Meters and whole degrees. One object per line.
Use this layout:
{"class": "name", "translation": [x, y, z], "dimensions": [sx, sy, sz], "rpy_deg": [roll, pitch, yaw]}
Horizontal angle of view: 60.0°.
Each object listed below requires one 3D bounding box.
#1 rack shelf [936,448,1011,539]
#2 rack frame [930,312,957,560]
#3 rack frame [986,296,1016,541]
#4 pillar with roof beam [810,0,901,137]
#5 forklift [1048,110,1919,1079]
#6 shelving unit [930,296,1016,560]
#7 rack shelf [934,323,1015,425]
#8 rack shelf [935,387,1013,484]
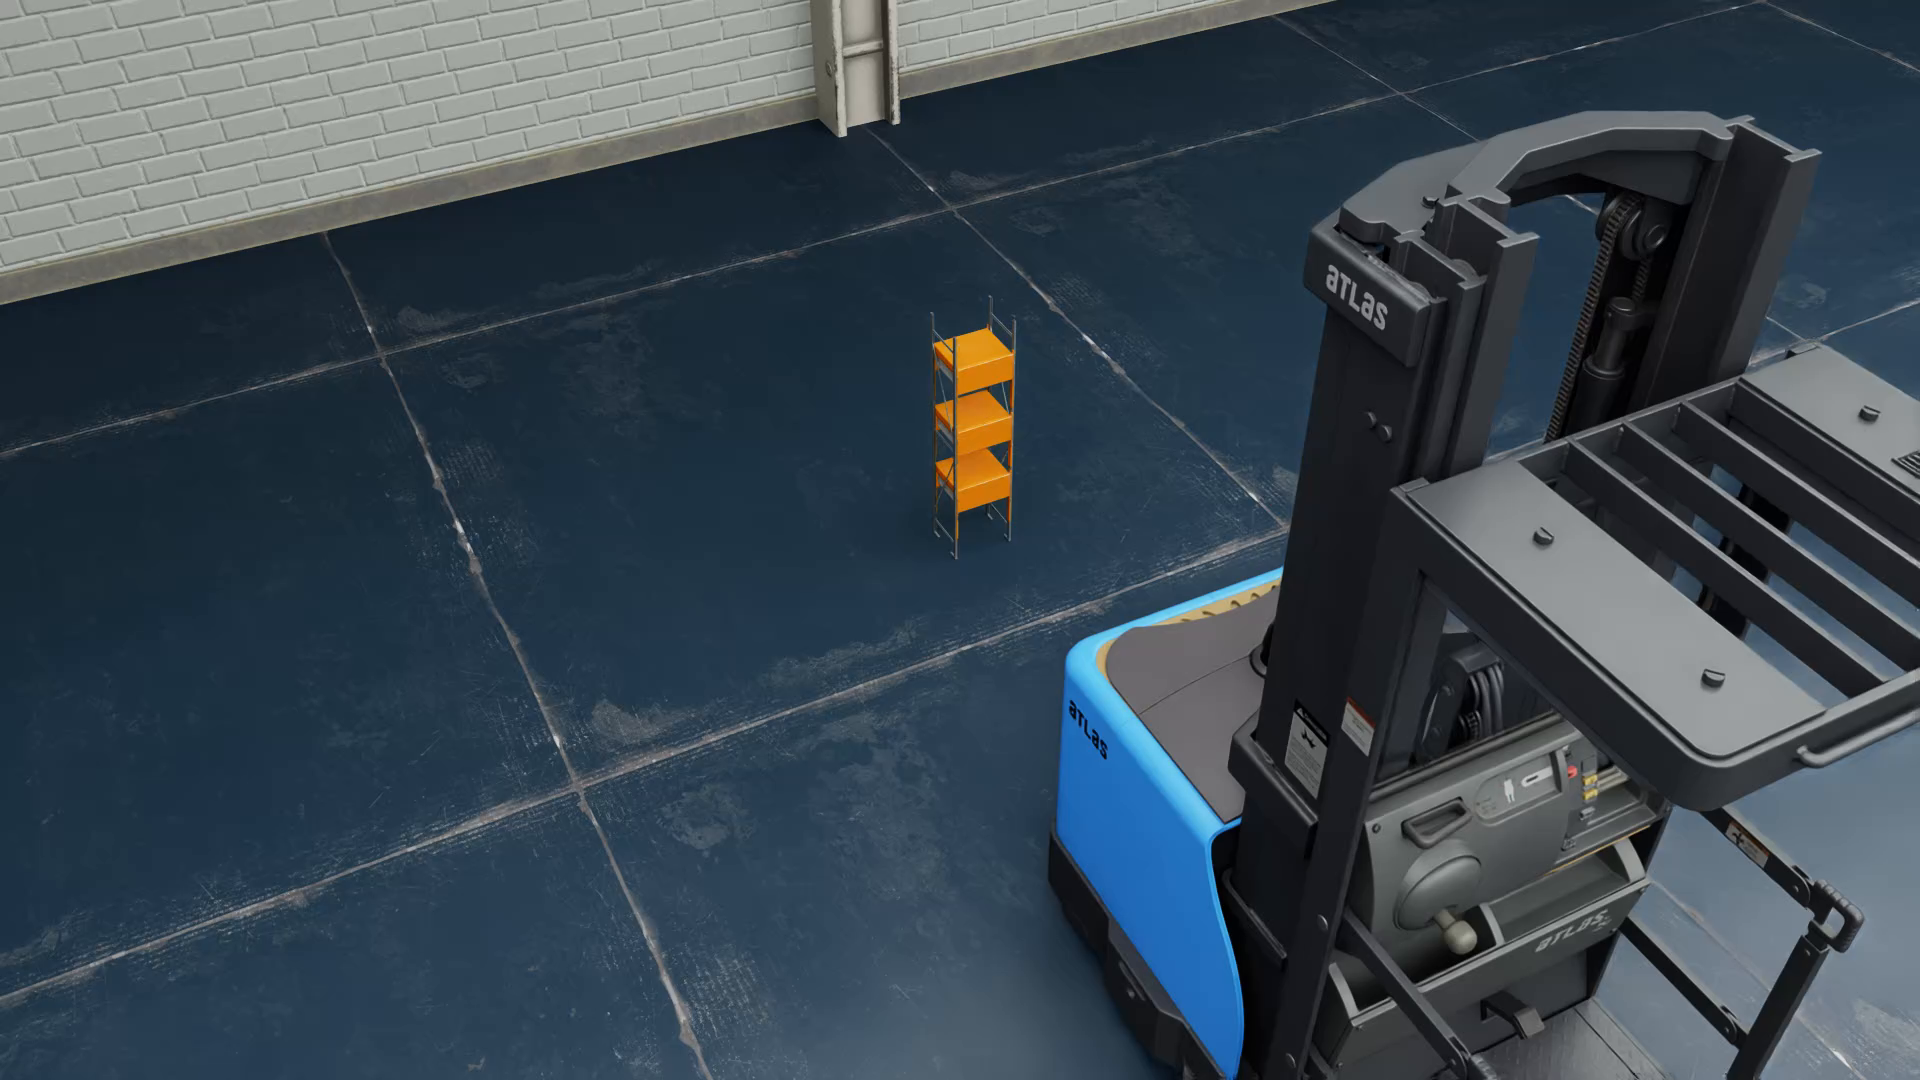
{"class": "rack shelf", "translation": [0.047, -0.196, 6.616], "dimensions": [0.240, 0.259, 0.215], "rpy_deg": [-19, 44, -21]}
{"class": "rack frame", "translation": [-0.061, -0.380, 6.387], "dimensions": [0.008, 1.050, 0.200], "rpy_deg": [-19, 44, -21]}
{"class": "rack frame", "translation": [0.156, -0.453, 6.473], "dimensions": [0.008, 1.050, 0.200], "rpy_deg": [-19, 44, -21]}
{"class": "pillar with roof beam", "translation": [1.401, -3.404, 3.806], "dimensions": [0.400, 9.000, 9.100], "rpy_deg": [-19, 44, -21]}
{"class": "forklift", "translation": [1.398, 0.709, 3.644], "dimensions": [1.130, 2.935, 3.031], "rpy_deg": [-18, 43, -20]}
{"class": "shelving unit", "translation": [0.047, -0.417, 6.430], "dimensions": [0.252, 1.050, 0.215], "rpy_deg": [-19, 44, -21]}
{"class": "rack shelf", "translation": [0.047, -0.625, 6.253], "dimensions": [0.240, 0.259, 0.215], "rpy_deg": [-19, 44, -21]}
{"class": "rack shelf", "translation": [0.047, -0.409, 6.437], "dimensions": [0.240, 0.259, 0.215], "rpy_deg": [-19, 44, -21]}
